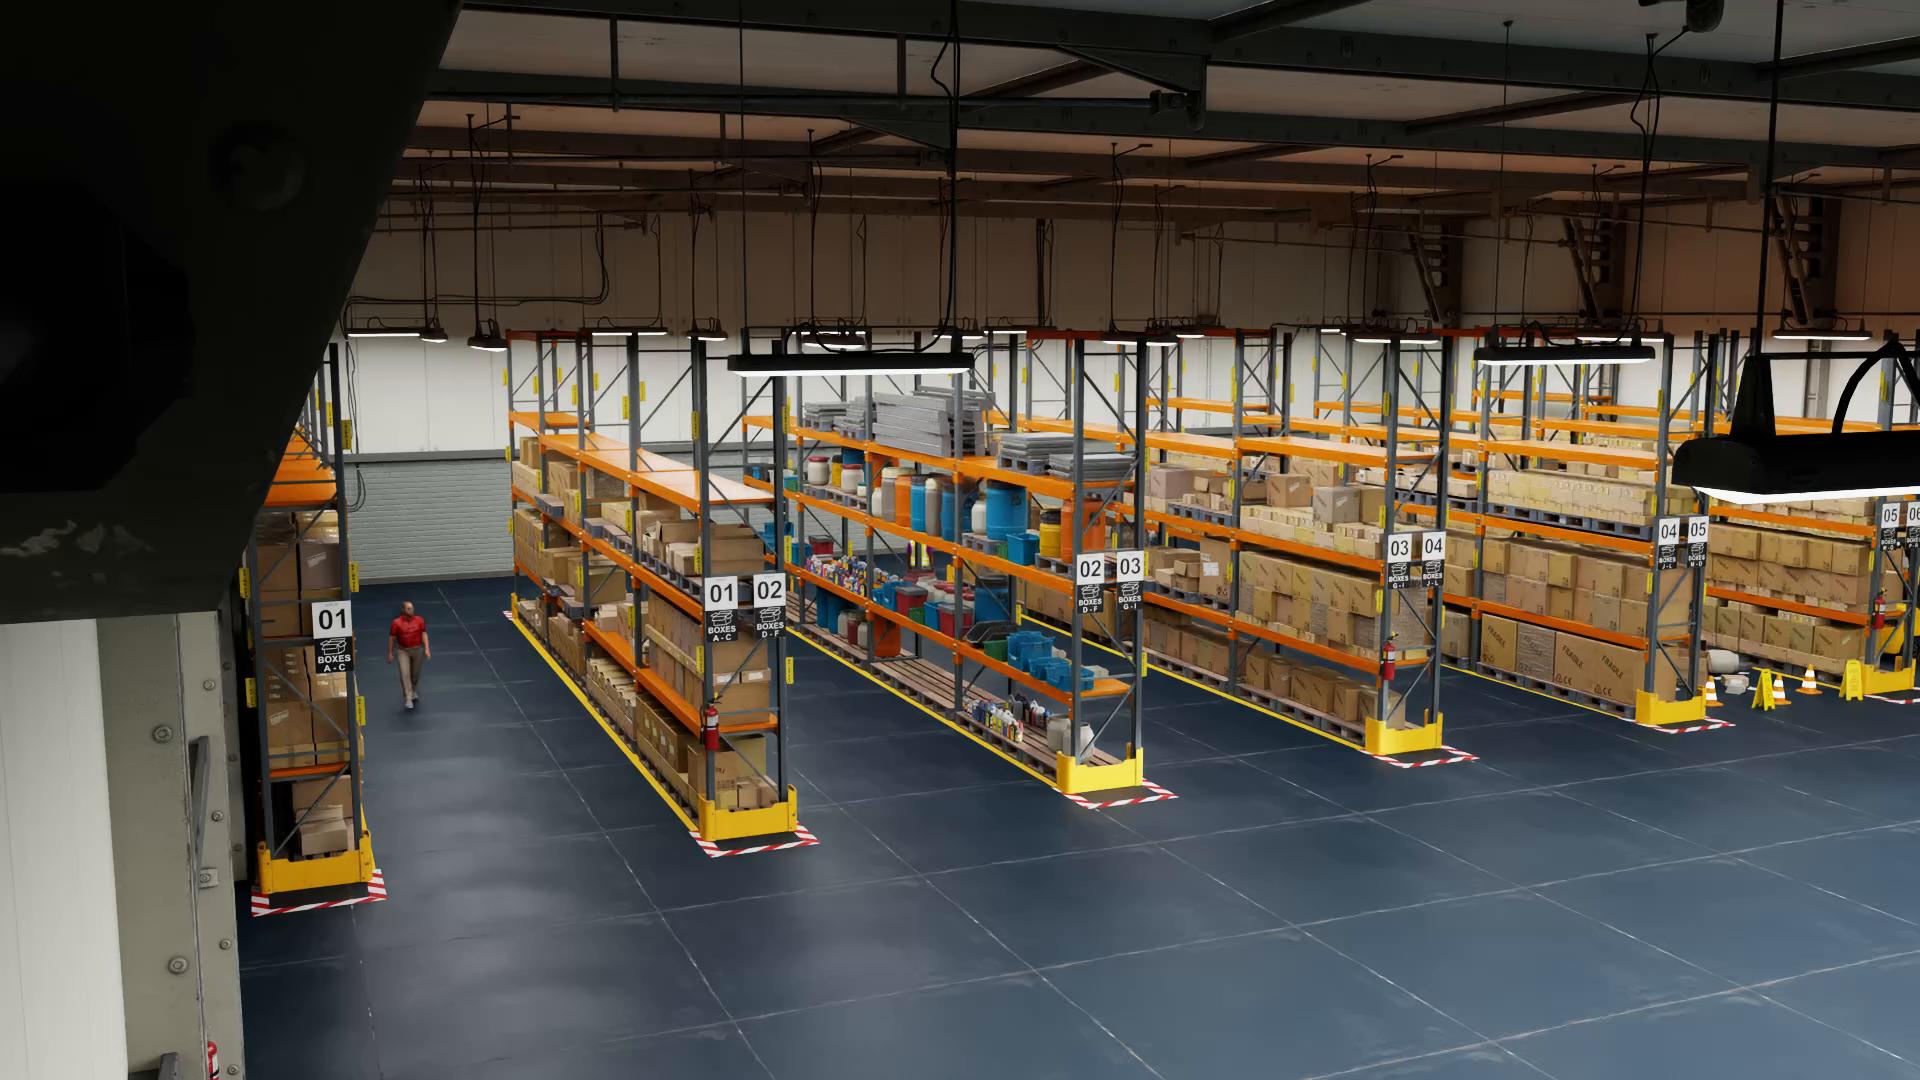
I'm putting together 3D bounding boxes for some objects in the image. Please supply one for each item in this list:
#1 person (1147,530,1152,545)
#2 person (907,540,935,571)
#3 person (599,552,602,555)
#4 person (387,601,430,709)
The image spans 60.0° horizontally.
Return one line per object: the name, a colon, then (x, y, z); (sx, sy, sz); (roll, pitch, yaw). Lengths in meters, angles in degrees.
person: (4.629, -0.156, 41.643); (0.995, 1.634, 0.456); (-2, 8, -14)
person: (-0.855, 0.577, 35.898); (0.630, 1.763, 0.550); (3, 8, 20)
person: (-8.254, 0.436, 37.451); (0.486, 1.591, 1.051); (-4, 9, -24)
person: (-8.908, 1.825, 26.910); (0.621, 1.659, 1.055); (-5, 9, -32)
